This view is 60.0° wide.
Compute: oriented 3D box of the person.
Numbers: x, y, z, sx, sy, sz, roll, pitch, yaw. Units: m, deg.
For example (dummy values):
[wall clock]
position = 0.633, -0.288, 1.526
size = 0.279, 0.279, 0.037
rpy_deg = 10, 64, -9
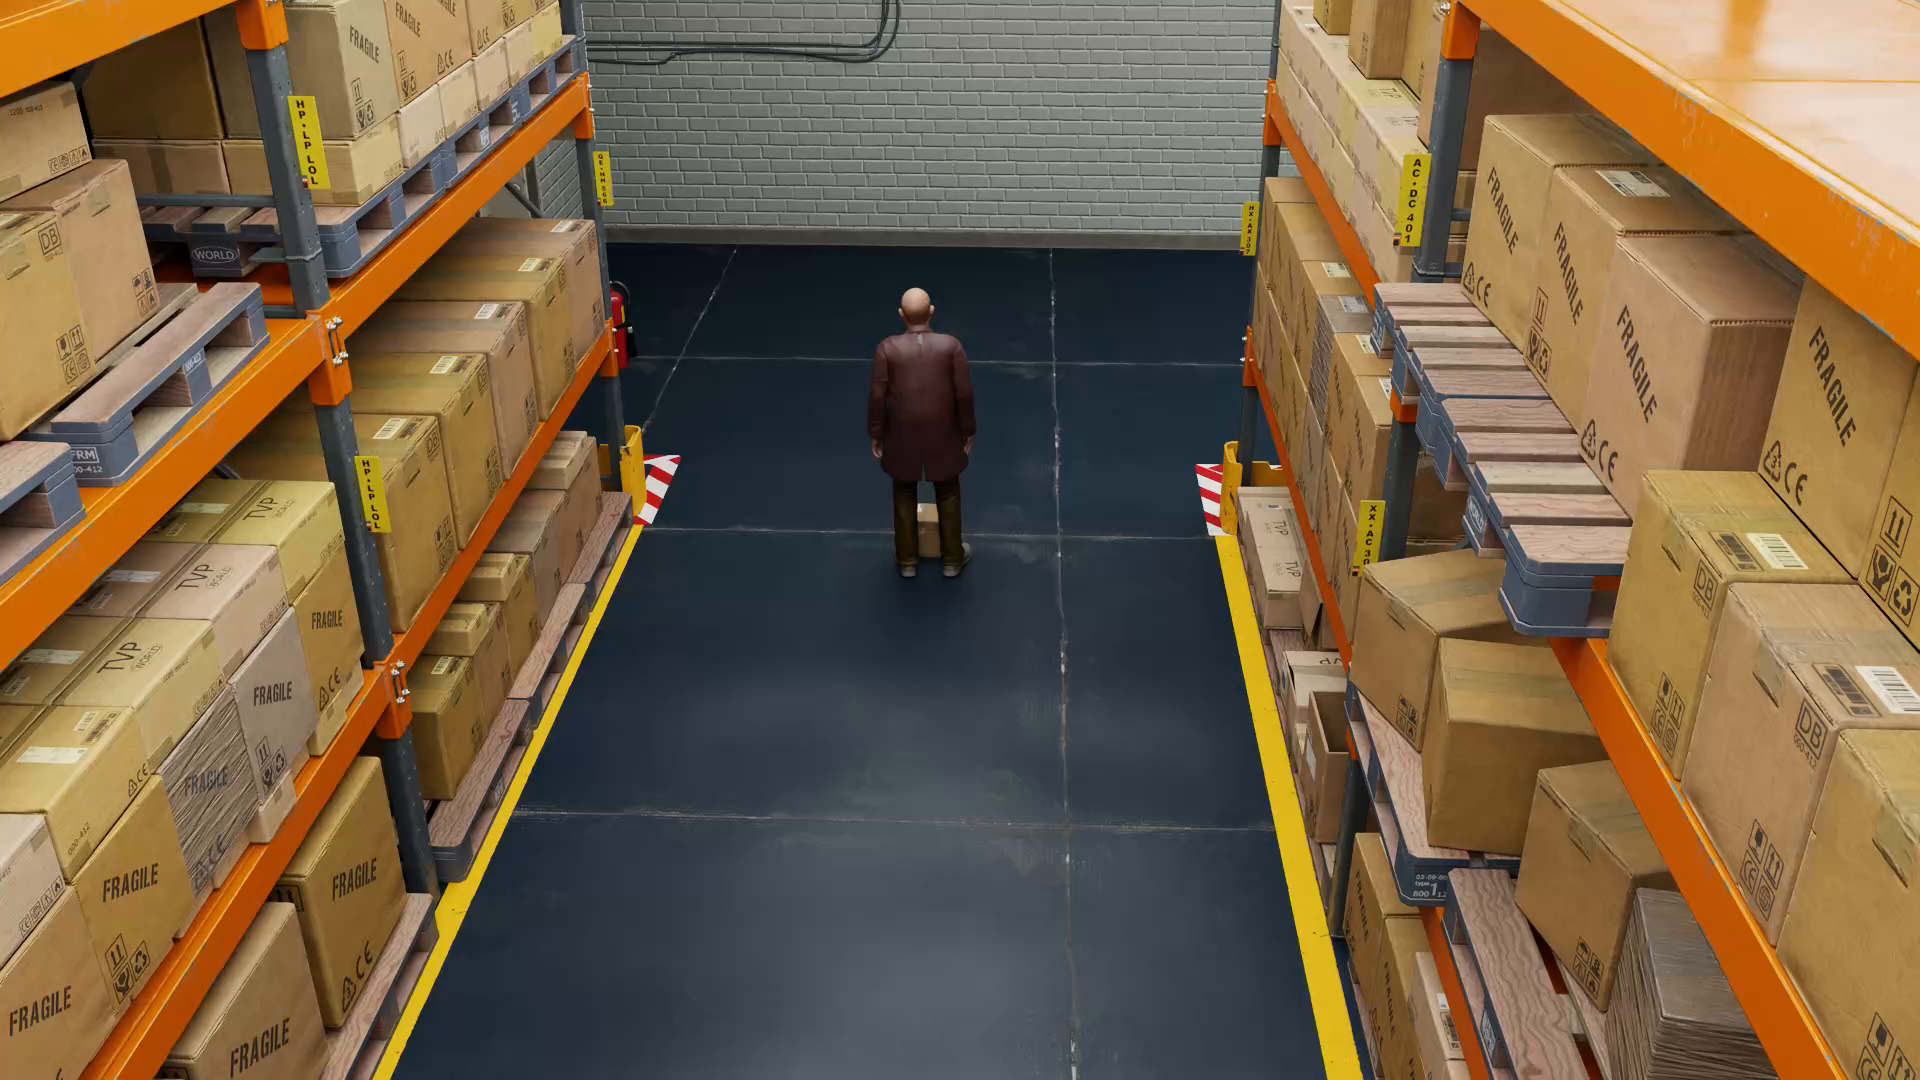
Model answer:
[person]
position = -0.227, -0.622, 9.828
size = 0.648, 1.772, 0.429
rpy_deg = -1, 28, -1
